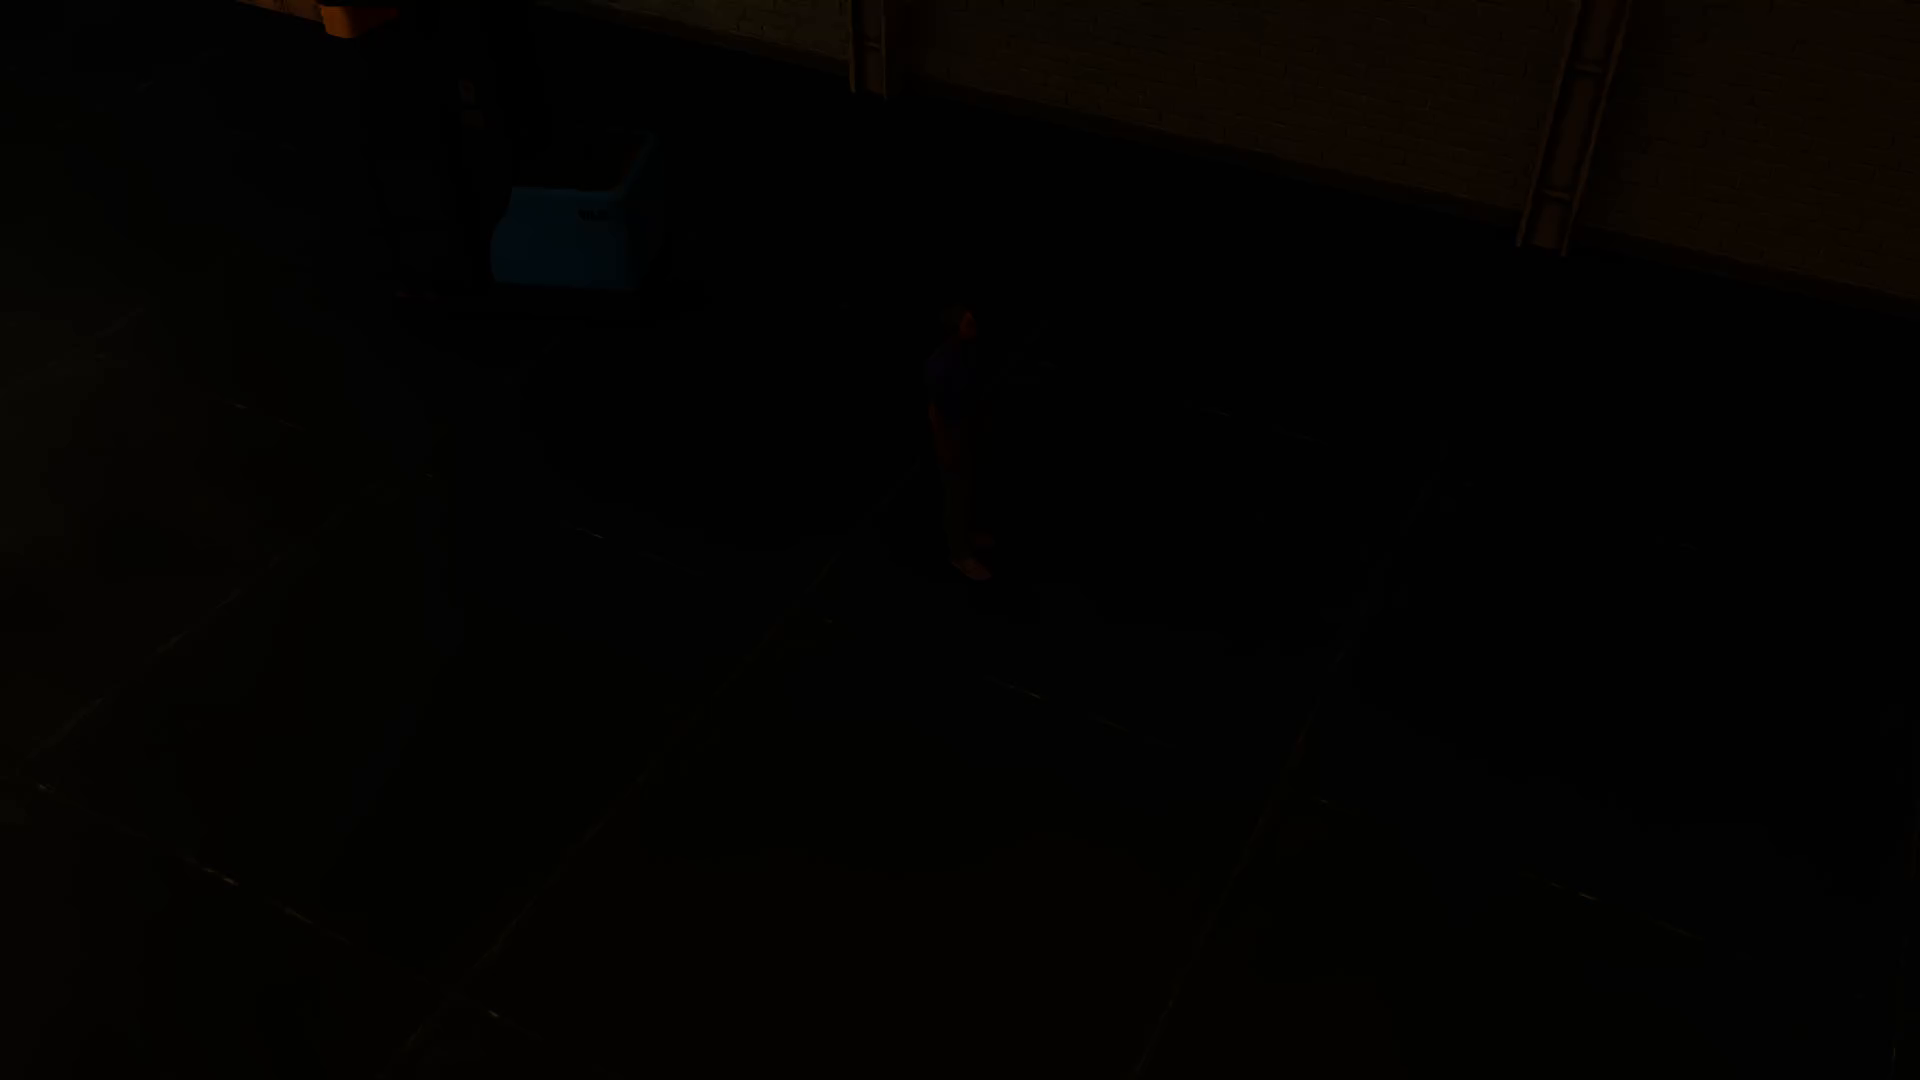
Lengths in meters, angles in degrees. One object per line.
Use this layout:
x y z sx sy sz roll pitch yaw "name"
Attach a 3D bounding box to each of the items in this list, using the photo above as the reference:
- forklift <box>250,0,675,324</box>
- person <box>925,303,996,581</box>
-3.742 -3.107 11.675 3.031 2.935 1.130 5 40 6 "forklift"
0.069 -0.601 9.680 0.503 1.654 0.570 18 43 21 "person"
